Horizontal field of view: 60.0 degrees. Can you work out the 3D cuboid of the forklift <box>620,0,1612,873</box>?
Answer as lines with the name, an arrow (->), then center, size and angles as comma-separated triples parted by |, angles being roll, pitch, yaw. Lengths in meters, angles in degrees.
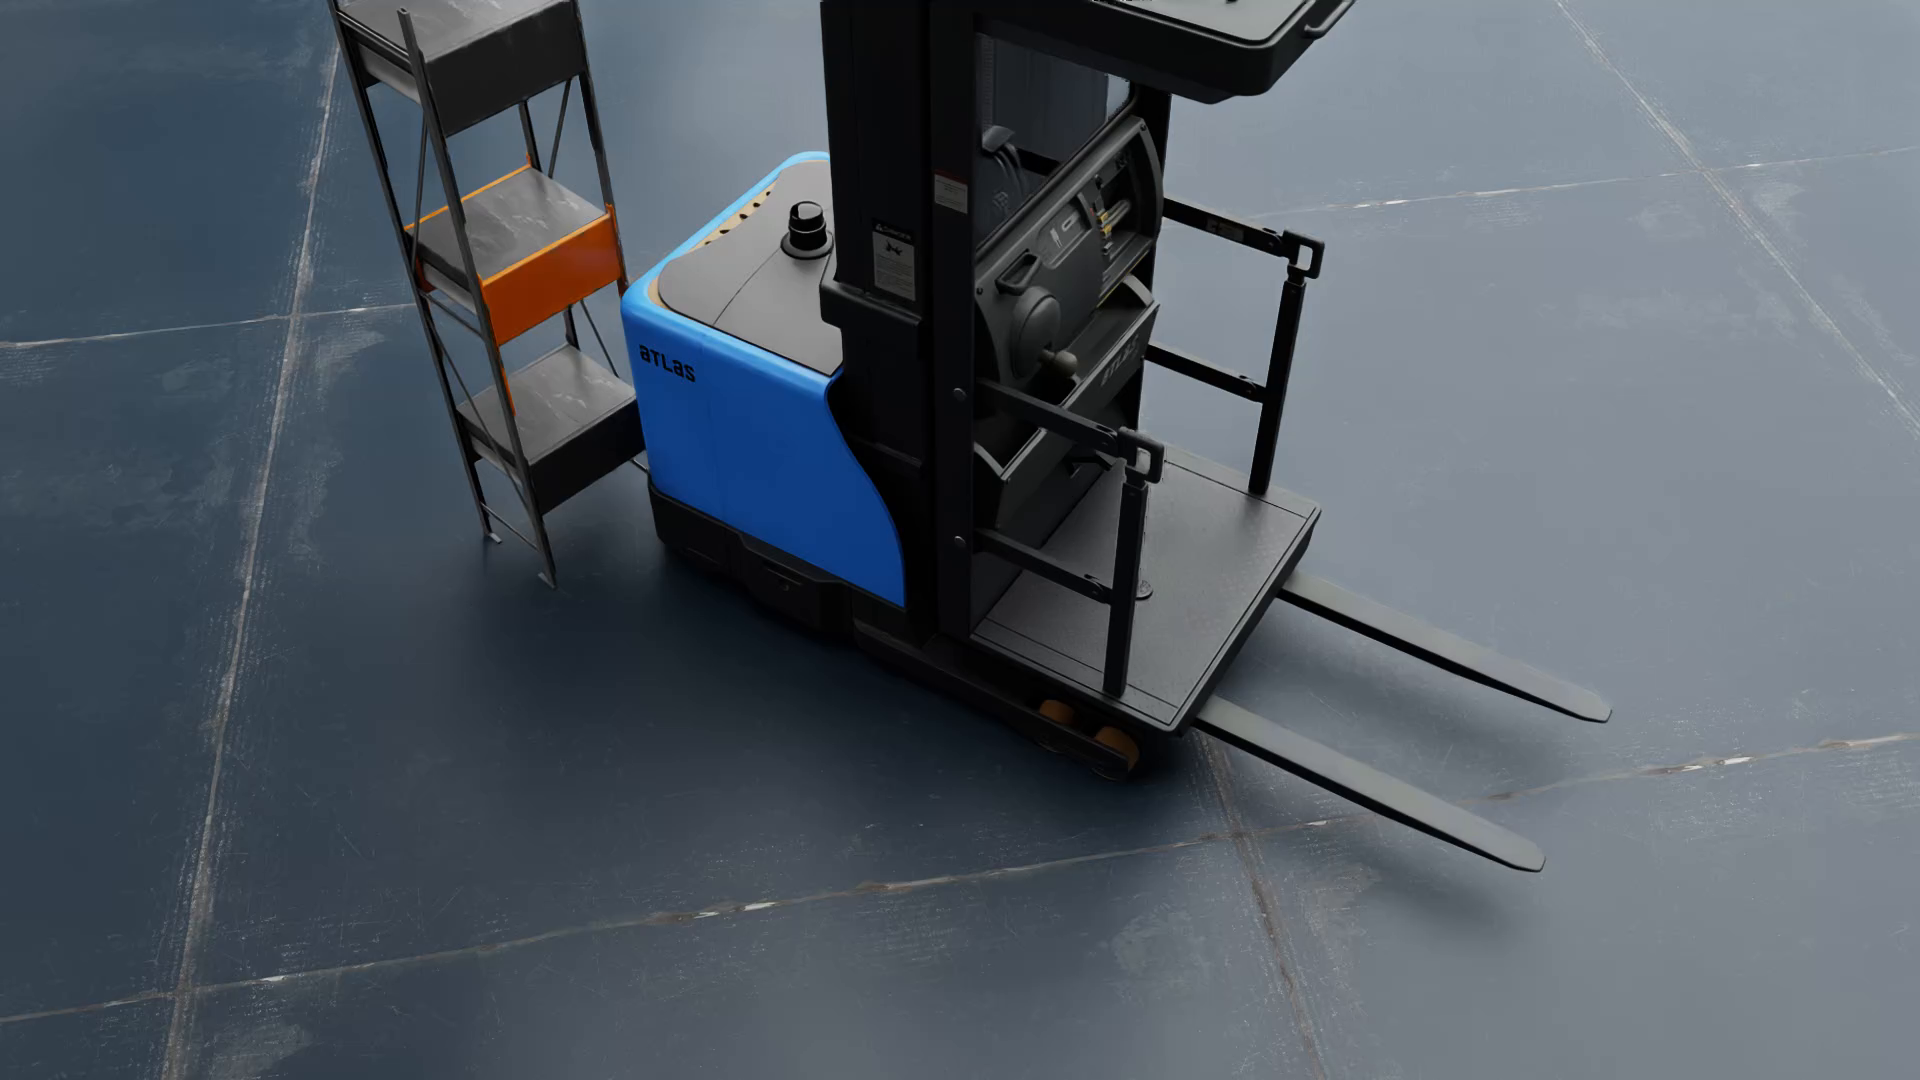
forklift -> 0.483, -0.731, 4.419 | 3.031, 2.935, 1.130 | 24, 51, 22

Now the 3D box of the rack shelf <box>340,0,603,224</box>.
rack shelf -> -1.338, -1.268, 4.560 | 0.431, 0.518, 0.480 | 34, 55, 28

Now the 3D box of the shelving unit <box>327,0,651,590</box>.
shelving unit -> -1.338, -0.791, 5.054 | 0.431, 2.100, 0.503 | 34, 55, 28

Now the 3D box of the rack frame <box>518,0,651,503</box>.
rack frame -> -1.172, -0.920, 5.178 | 0.400, 2.100, 0.015 | 34, 55, 28

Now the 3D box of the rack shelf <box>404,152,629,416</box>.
rack shelf -> -1.338, -0.782, 5.064 | 0.431, 0.518, 0.480 | 34, 55, 28

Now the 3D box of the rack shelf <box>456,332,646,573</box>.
rack shelf -> -1.338, -0.296, 5.568 | 0.431, 0.518, 0.480 | 34, 55, 28

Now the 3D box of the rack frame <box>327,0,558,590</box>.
rack frame -> -1.504, -0.663, 4.930 | 0.400, 2.100, 0.015 | 34, 55, 28
